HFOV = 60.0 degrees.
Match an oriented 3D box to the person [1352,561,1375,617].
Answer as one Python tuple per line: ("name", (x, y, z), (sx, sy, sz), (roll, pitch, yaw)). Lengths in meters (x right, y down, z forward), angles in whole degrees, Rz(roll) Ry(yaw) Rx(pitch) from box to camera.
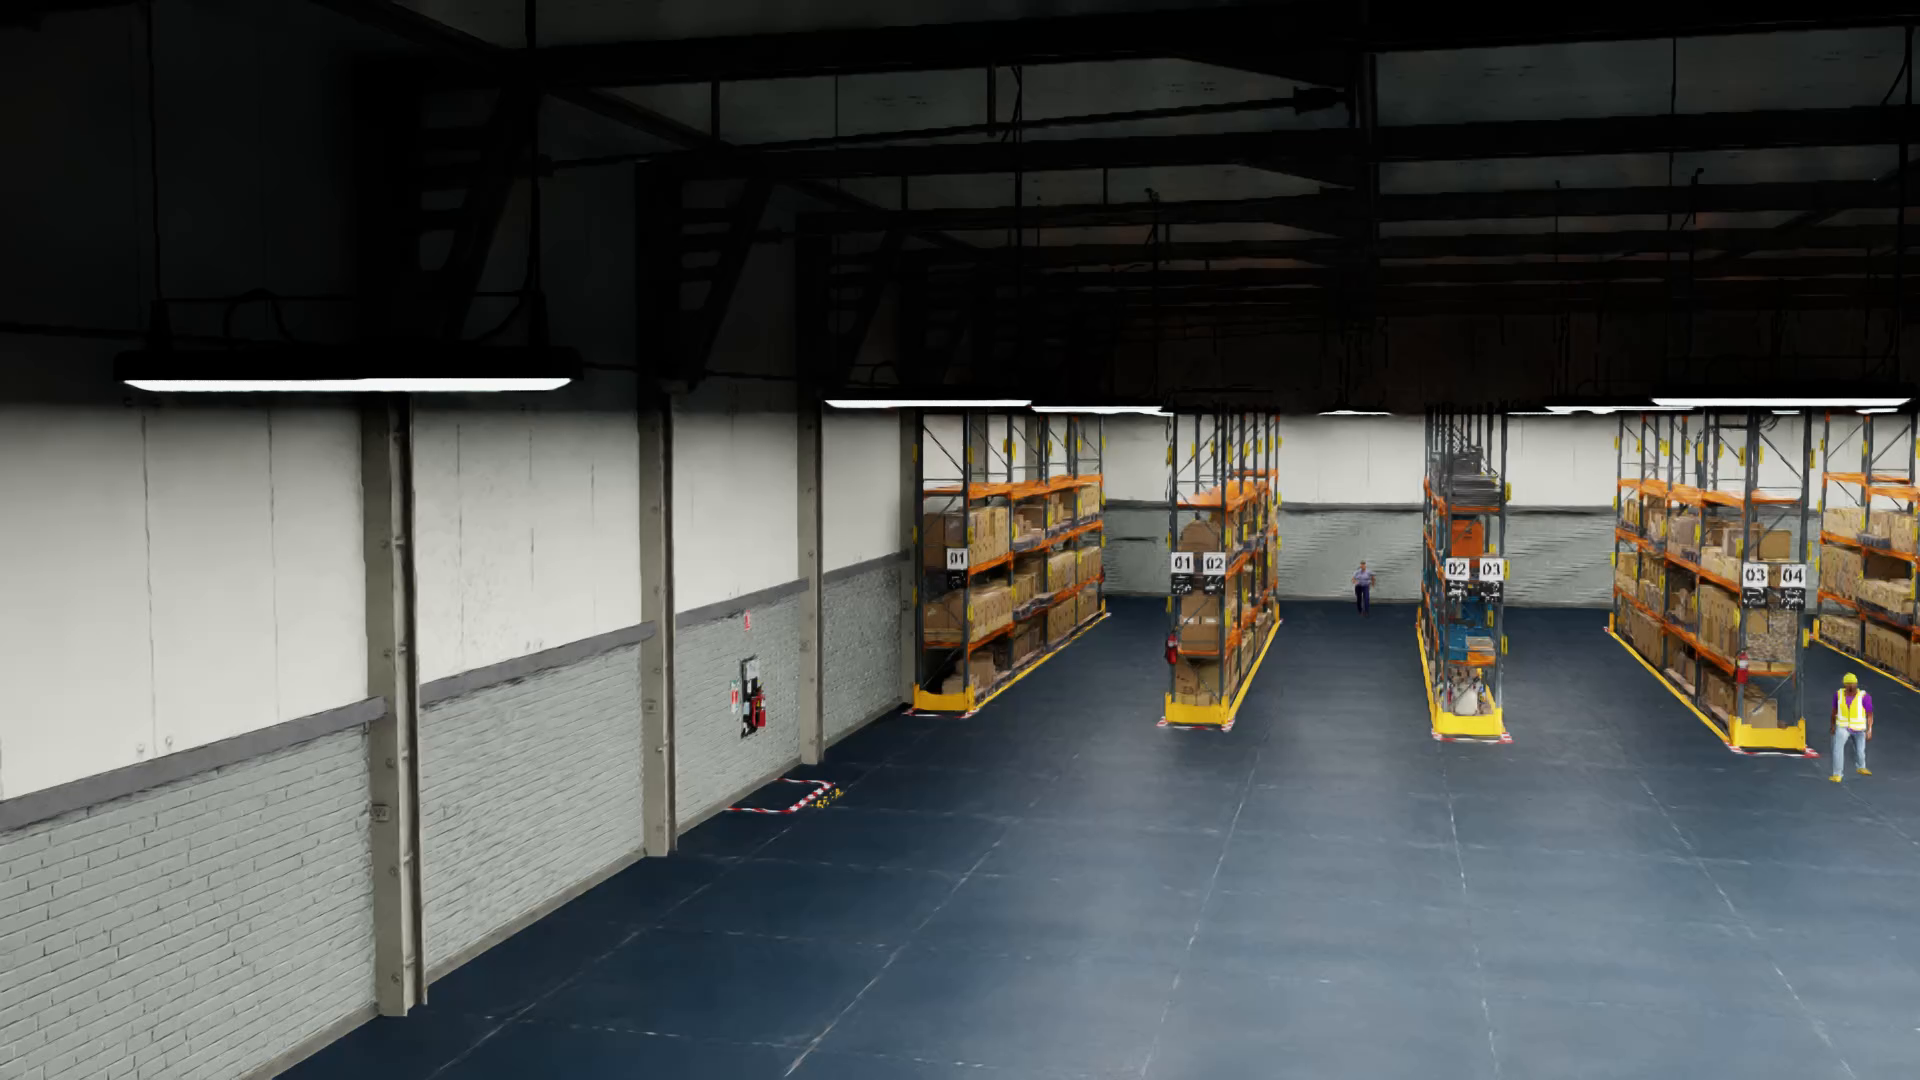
("person", (11.633, 1.390, 48.025), (0.628, 1.583, 0.828), (1, 4, 19))

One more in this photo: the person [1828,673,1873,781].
("person", (14.071, 2.936, 26.254), (0.618, 1.712, 0.971), (3, 5, 35))
